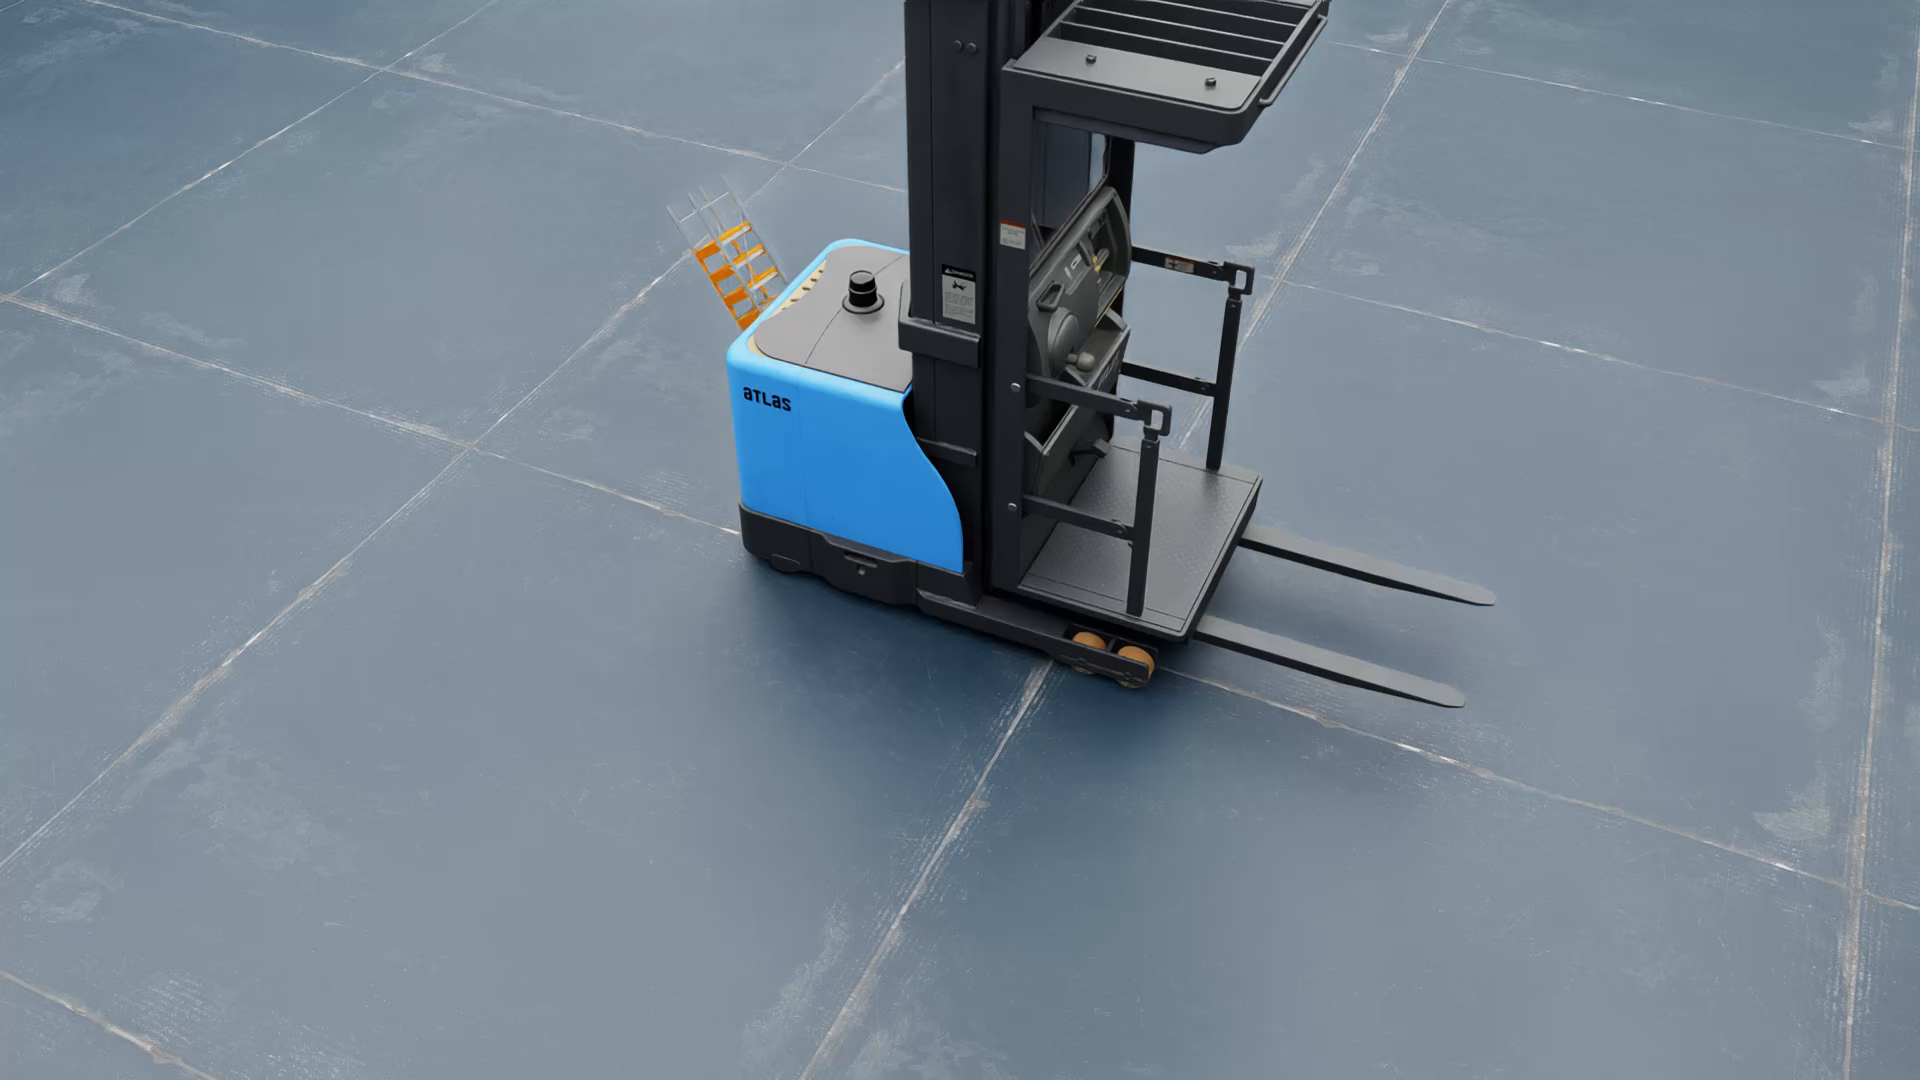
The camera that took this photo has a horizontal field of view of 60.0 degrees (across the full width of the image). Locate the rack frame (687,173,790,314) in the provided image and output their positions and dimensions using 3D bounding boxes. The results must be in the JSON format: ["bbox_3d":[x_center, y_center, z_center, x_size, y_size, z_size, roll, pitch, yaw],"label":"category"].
[{"bbox_3d":[-0.846,-1.105,7.624,0.006,1.200,0.240,-14,22,48],"label":"rack frame"}]

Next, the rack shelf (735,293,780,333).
[{"bbox_3d":[-0.883,-1.053,7.703,0.180,0.103,0.258,-14,22,48],"label":"rack shelf"}]

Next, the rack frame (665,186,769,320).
[{"bbox_3d":[-0.965,-1.075,7.759,0.006,1.200,0.240,-14,22,48],"label":"rack frame"}]

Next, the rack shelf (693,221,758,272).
[{"bbox_3d":[-1.064,-1.351,7.611,0.180,0.103,0.258,-14,22,48],"label":"rack shelf"}]

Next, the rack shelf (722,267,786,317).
[{"bbox_3d":[-0.943,-1.152,7.672,0.180,0.103,0.258,-14,22,48],"label":"rack shelf"}]

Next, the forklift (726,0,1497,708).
[{"bbox_3d":[0.630,-0.922,6.076,3.031,2.935,1.130,16,44,18],"label":"forklift"}]

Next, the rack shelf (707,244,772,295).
[{"bbox_3d":[-1.004,-1.251,7.642,0.180,0.103,0.258,-14,22,48],"label":"rack shelf"}]

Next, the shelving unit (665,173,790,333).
[{"bbox_3d":[-0.905,-1.090,7.692,0.189,1.200,0.258,-14,22,48],"label":"shelving unit"}]
